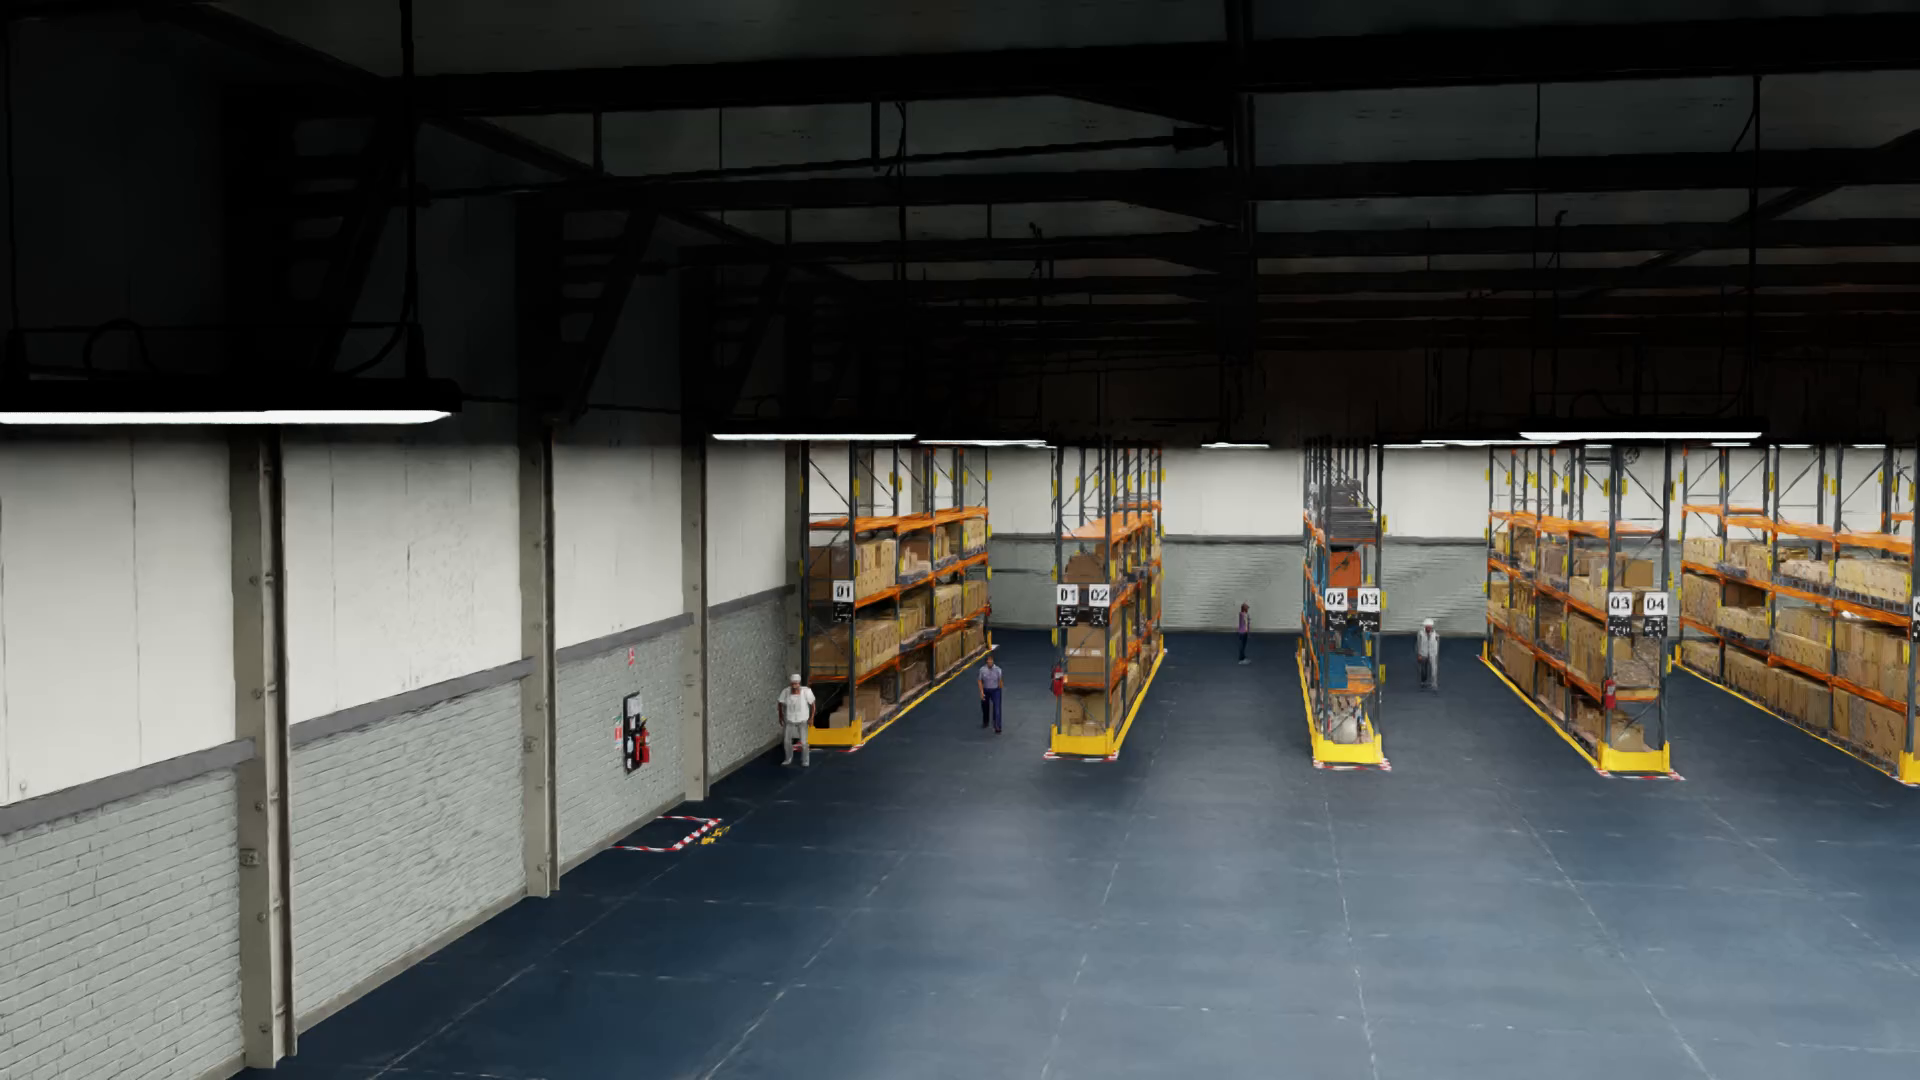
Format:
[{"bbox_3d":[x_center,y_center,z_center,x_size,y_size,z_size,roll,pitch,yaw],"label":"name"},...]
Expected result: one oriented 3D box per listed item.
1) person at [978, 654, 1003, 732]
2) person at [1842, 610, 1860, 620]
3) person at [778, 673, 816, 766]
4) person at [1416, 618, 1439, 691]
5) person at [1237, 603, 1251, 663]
[{"bbox_3d":[0.616,3.093,33.832,0.505,1.561,1.063,0,3,1],"label":"person"},{"bbox_3d":[24.579,2.429,45.807,0.576,1.650,0.531,-2,4,-31],"label":"person"},{"bbox_3d":[-2.953,3.248,30.035,0.719,1.714,0.578,0,3,8],"label":"person"},{"bbox_3d":[11.175,2.713,39.746,0.543,1.700,1.114,1,3,13],"label":"person"},{"bbox_3d":[7.652,2.493,44.669,0.423,1.599,0.498,-1,3,-12],"label":"person"}]
